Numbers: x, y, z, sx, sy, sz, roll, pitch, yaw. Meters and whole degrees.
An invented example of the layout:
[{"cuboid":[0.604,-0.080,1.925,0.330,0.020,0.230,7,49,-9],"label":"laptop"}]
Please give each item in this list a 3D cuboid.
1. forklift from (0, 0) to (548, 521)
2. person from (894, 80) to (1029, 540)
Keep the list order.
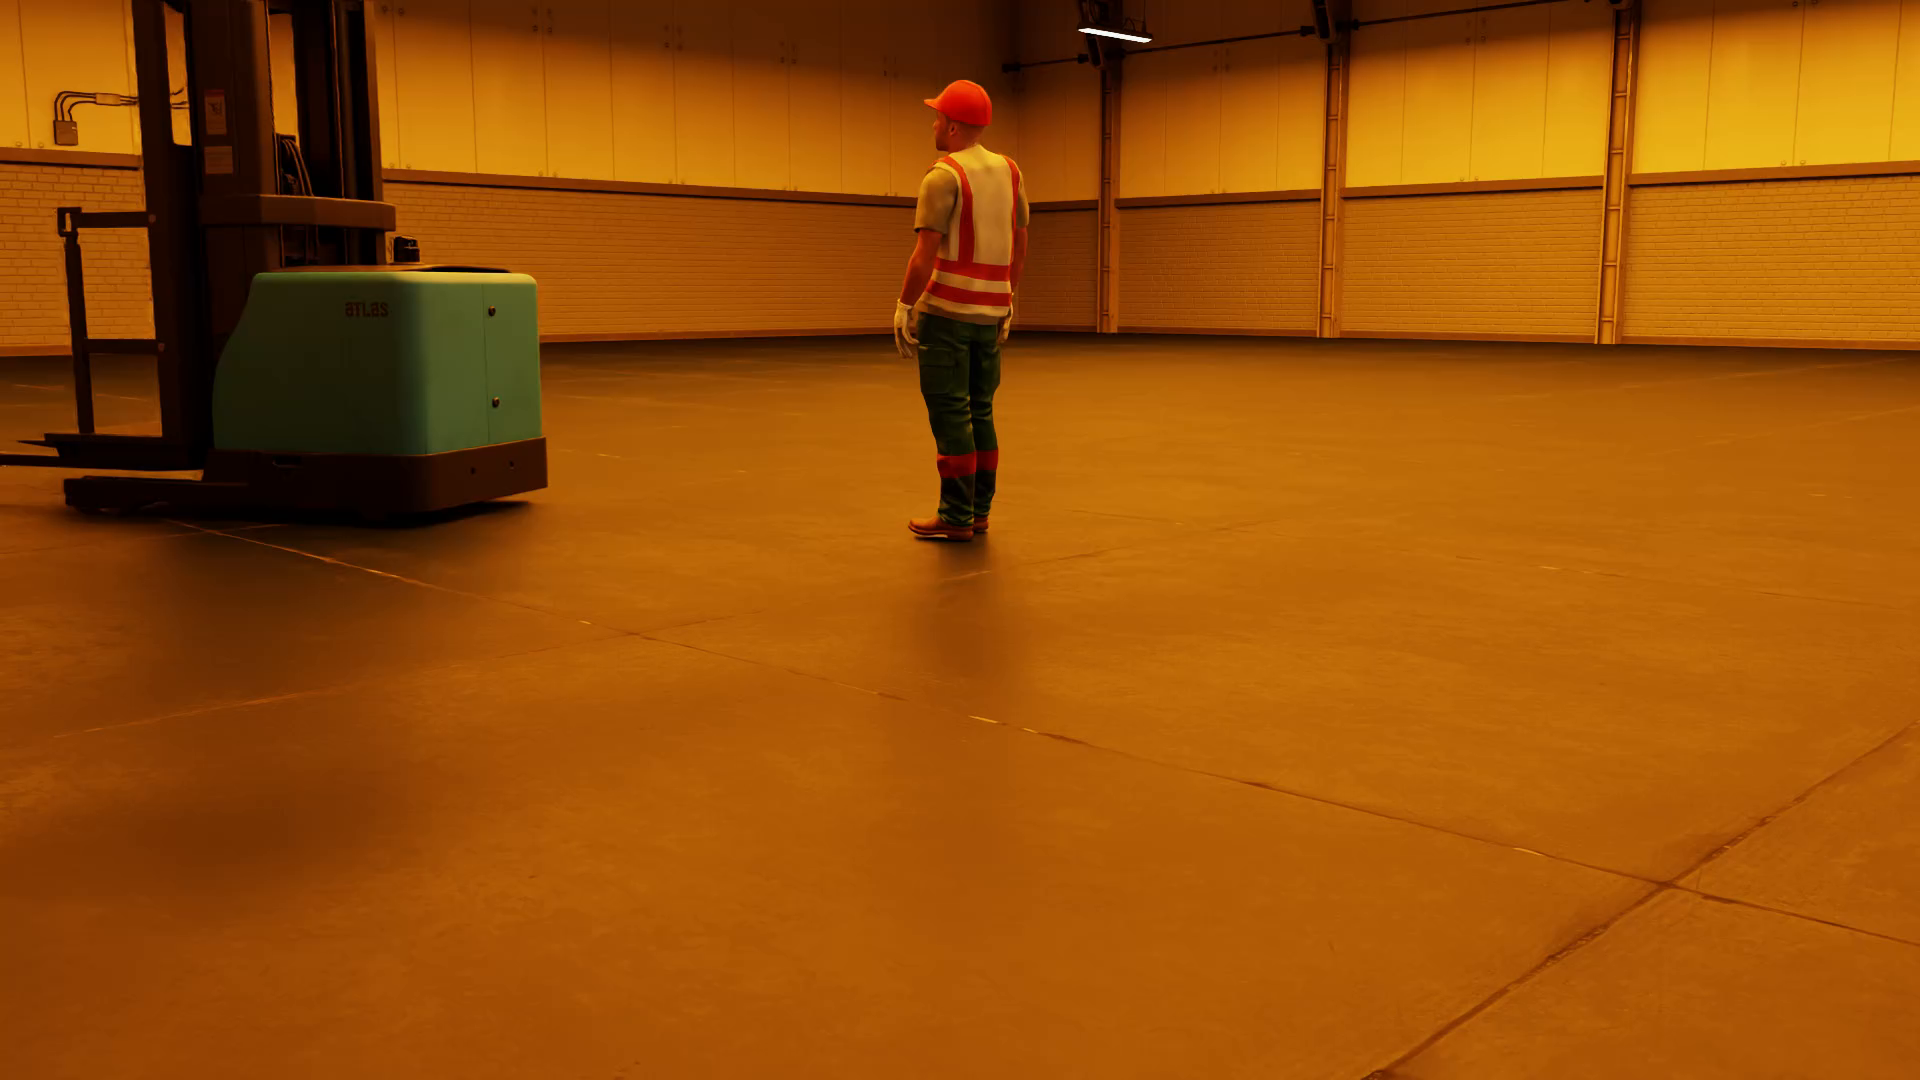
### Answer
[{"cuboid":[-3.533,-1.633,7.721,3.031,2.935,1.130,3,9,18],"label":"forklift"},{"cuboid":[-0.050,-0.902,6.647,0.562,1.790,0.637,8,12,43],"label":"person"}]
